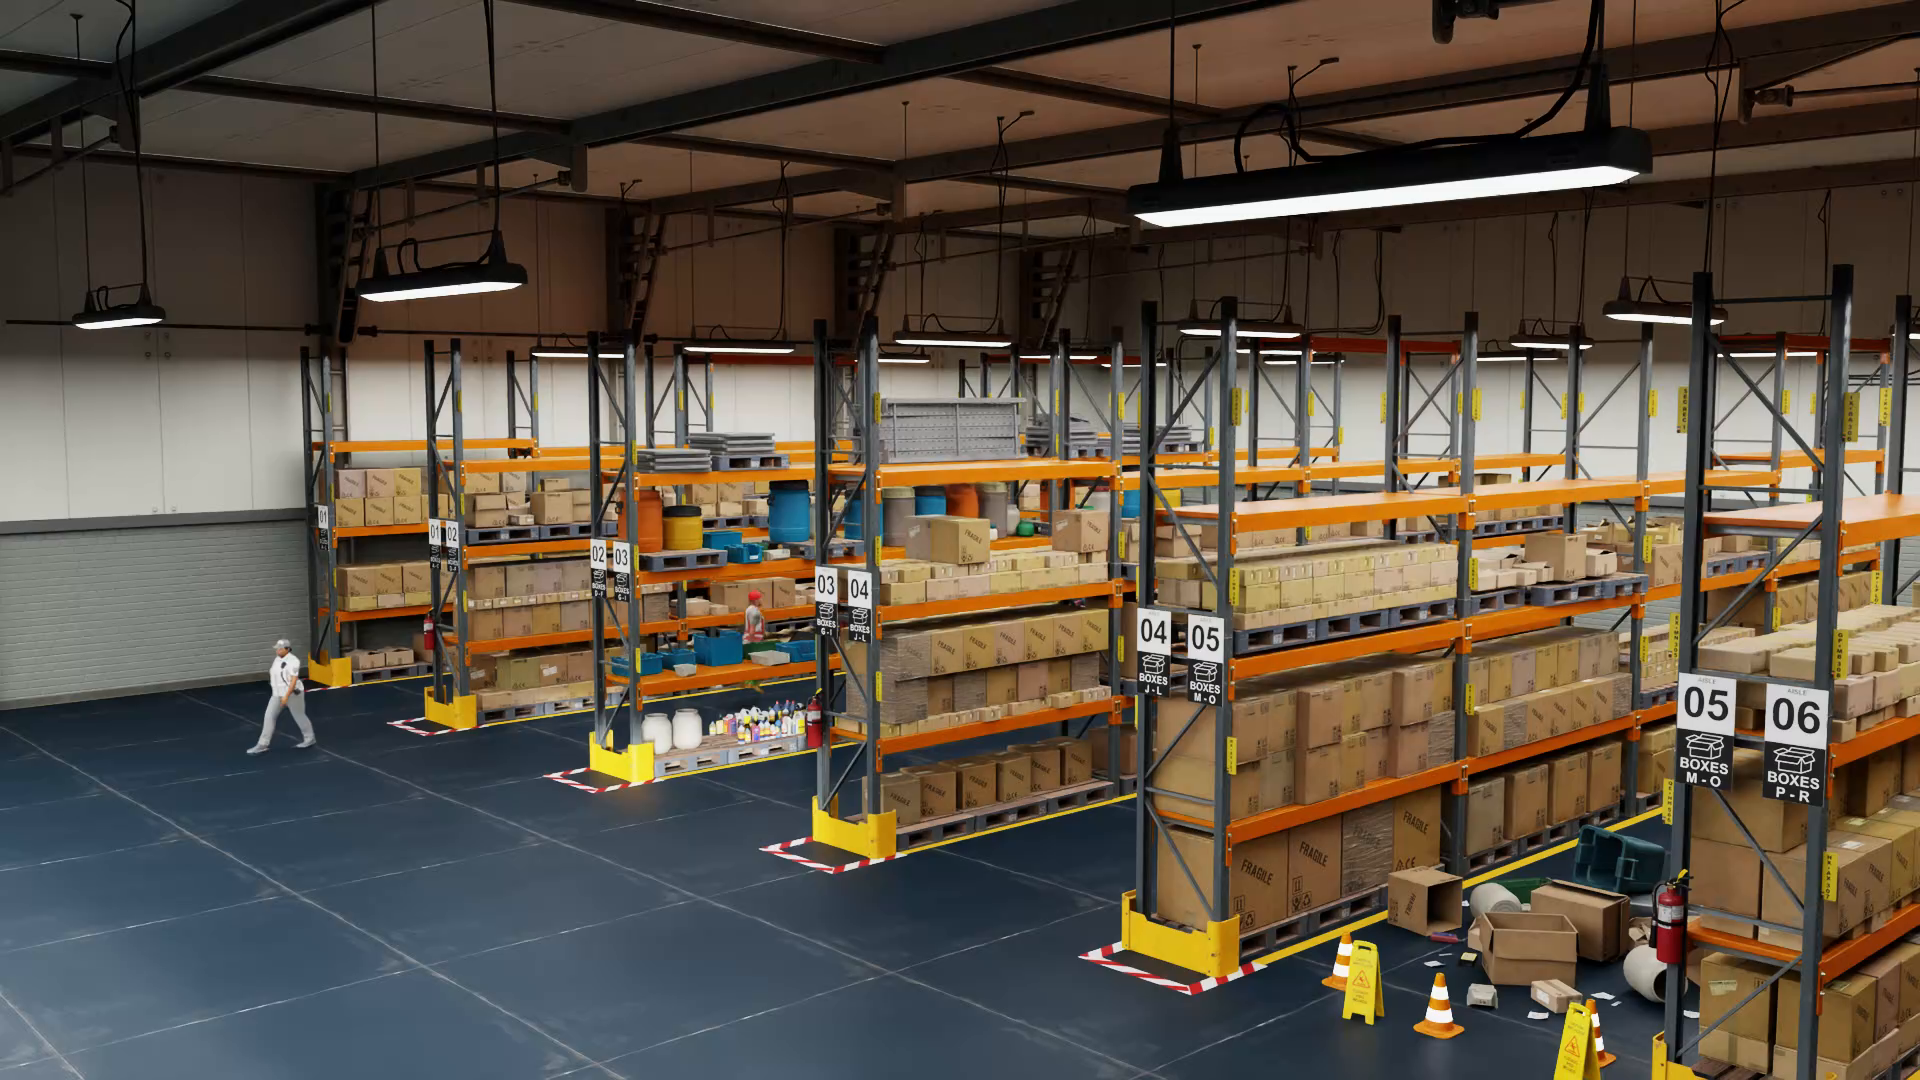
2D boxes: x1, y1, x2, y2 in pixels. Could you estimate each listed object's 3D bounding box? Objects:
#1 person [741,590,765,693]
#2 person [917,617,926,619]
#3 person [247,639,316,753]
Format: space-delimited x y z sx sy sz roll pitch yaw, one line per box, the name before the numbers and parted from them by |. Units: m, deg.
person | -3.421 1.684 27.694 0.524 1.699 0.558 -3 6 -31
person | -0.907 1.637 28.137 0.575 1.552 1.047 5 7 42
person | -9.767 2.230 23.963 0.530 1.613 0.945 2 6 24
